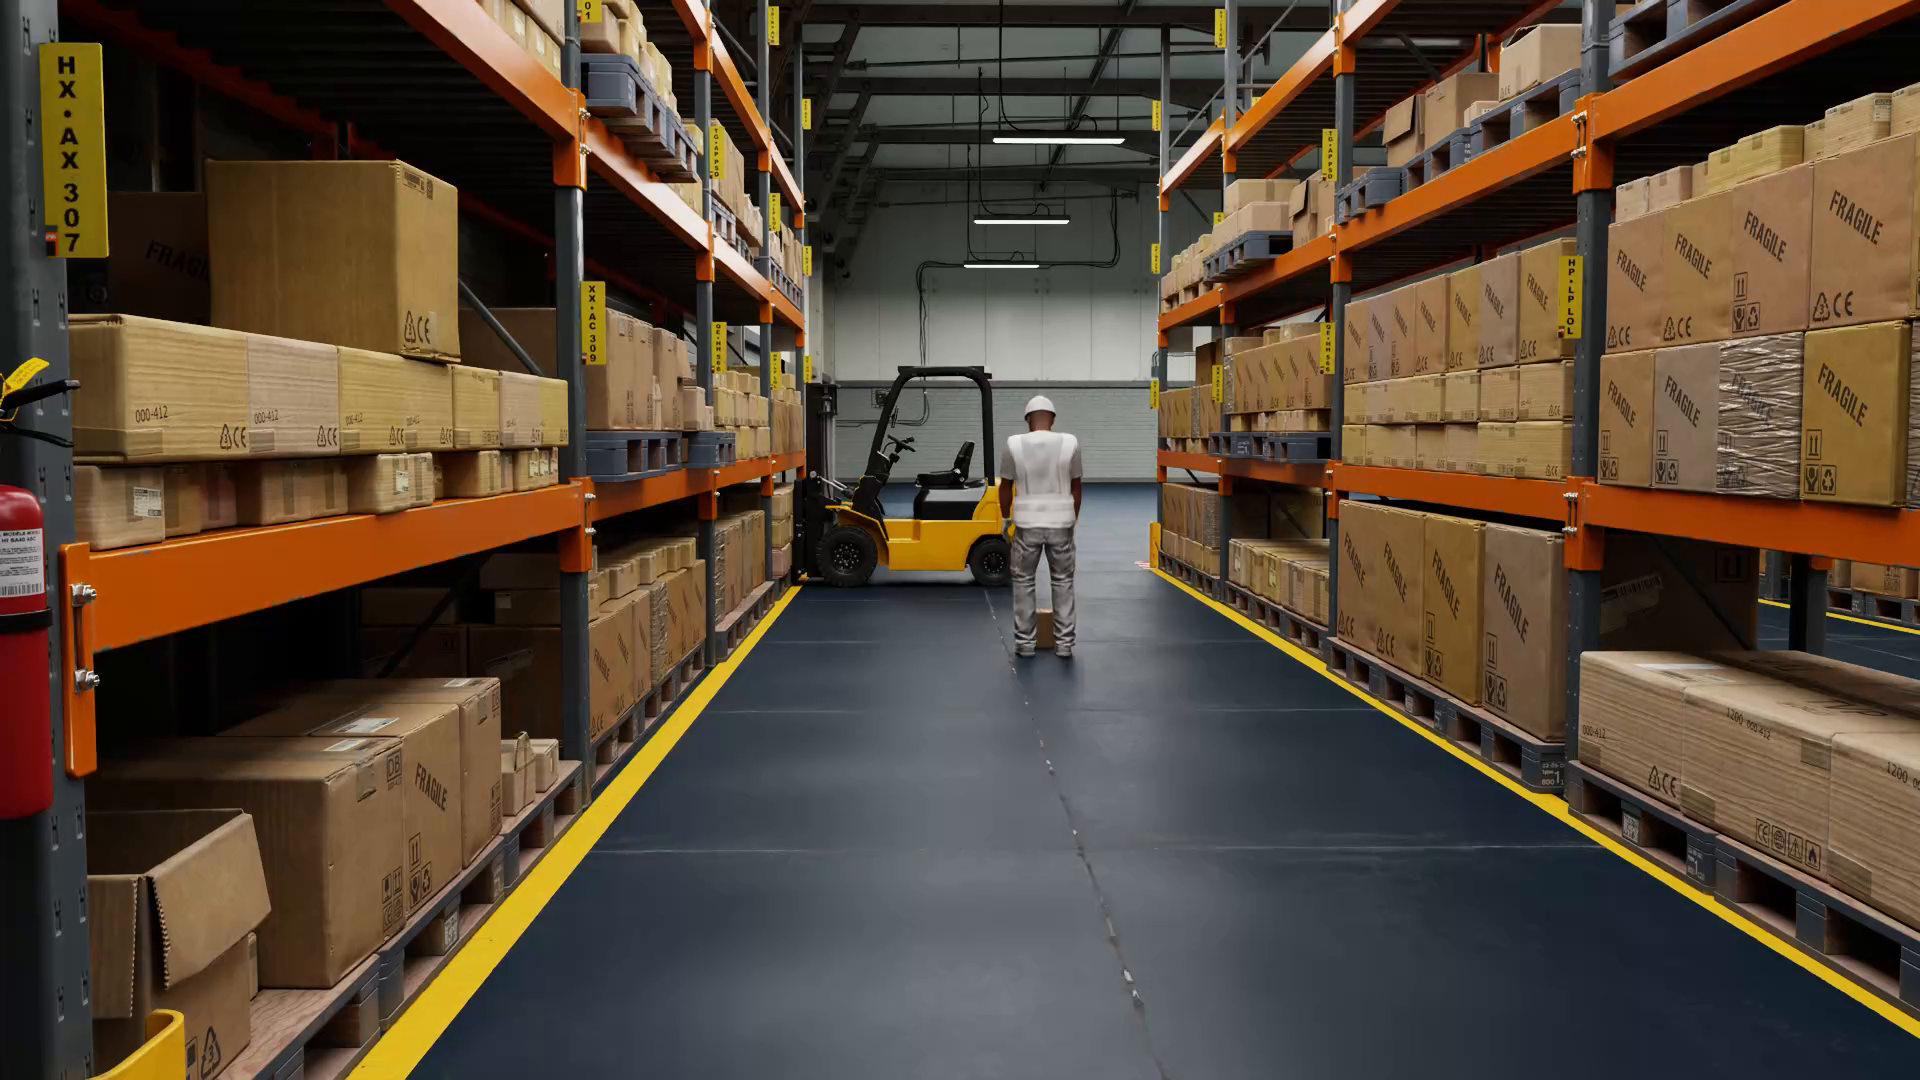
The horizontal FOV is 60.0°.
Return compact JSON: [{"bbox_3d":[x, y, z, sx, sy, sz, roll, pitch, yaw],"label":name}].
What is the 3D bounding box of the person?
[{"bbox_3d":[0.541,-0.094,11.220,0.563,1.755,0.414,0,4,0],"label":"person"}]
